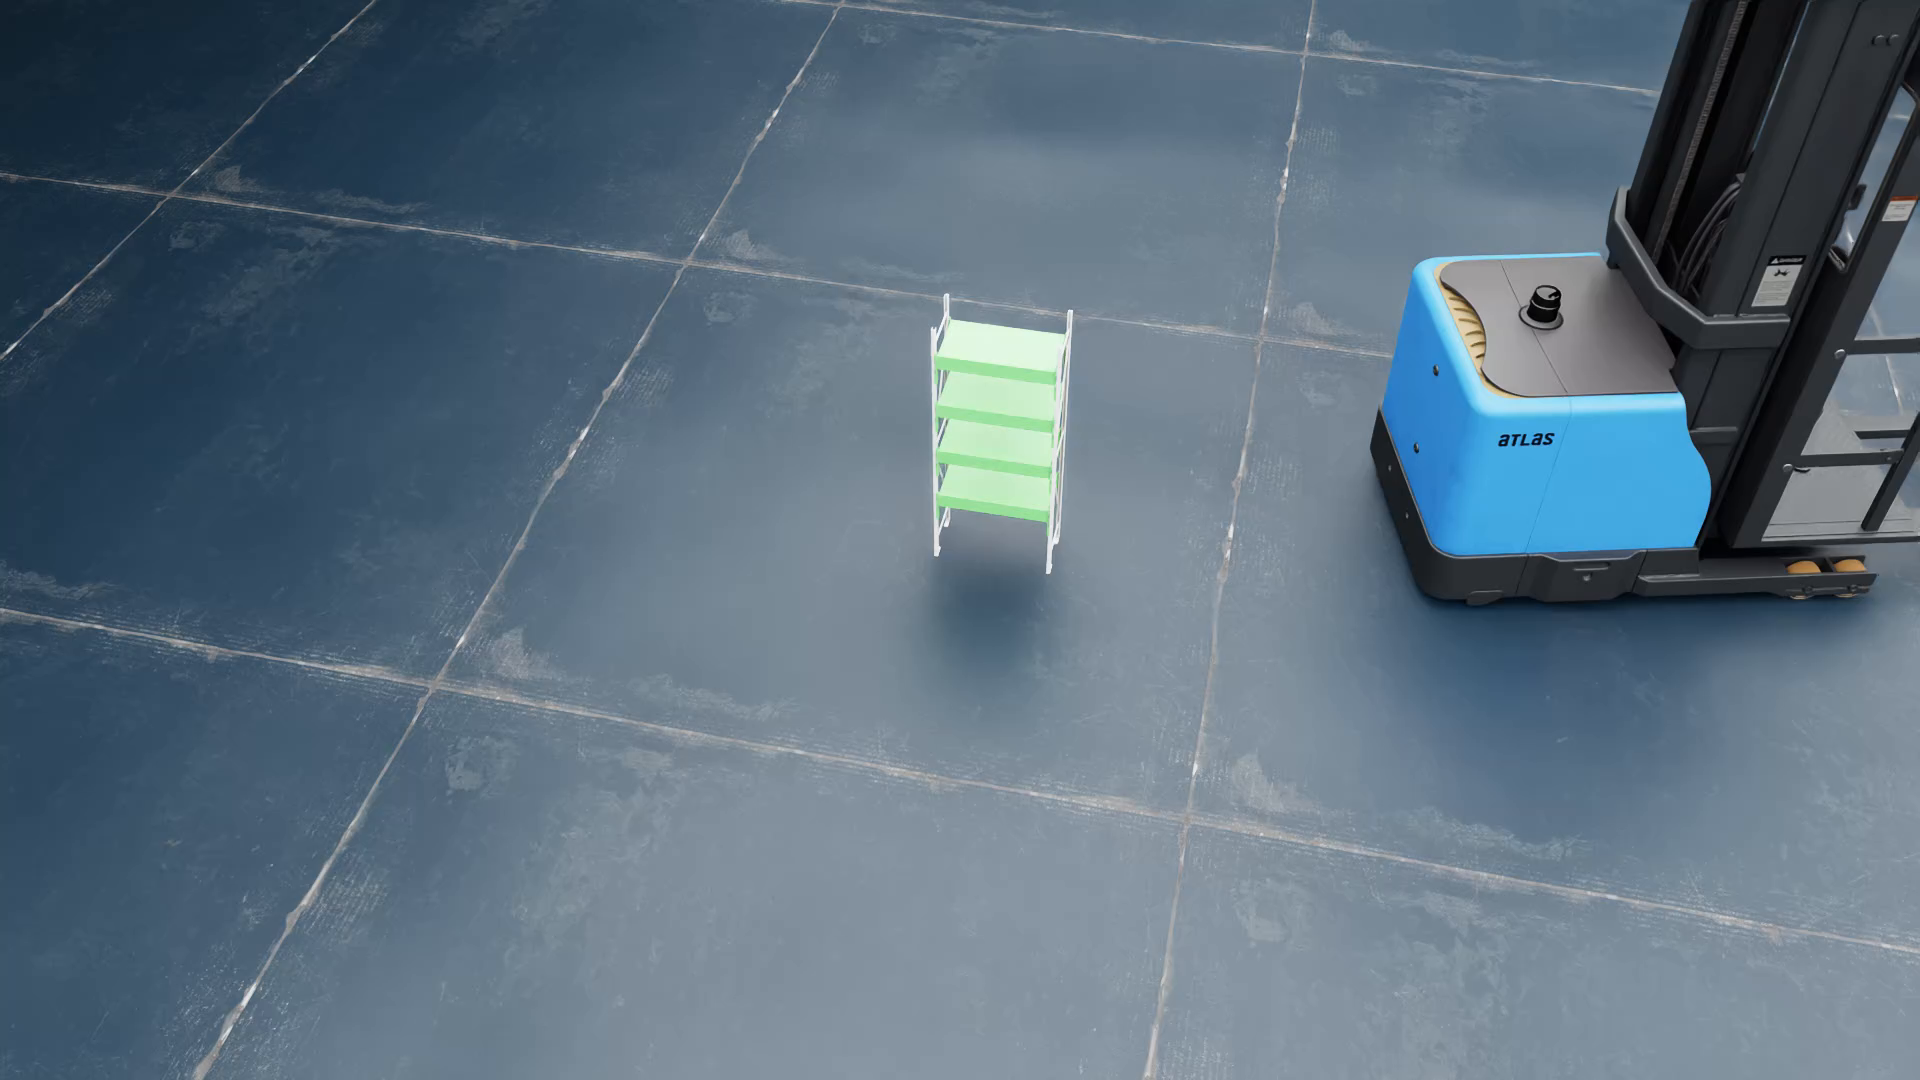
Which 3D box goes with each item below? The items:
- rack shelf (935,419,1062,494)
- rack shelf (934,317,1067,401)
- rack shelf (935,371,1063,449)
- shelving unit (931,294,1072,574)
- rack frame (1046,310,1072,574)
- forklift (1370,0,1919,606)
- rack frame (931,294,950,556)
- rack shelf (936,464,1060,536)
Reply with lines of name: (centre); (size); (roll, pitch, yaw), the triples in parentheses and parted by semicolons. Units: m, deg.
rack shelf: (0.162, -0.361, 6.812); (0.480, 0.148, 0.258); (9, 45, 9)
rack shelf: (0.162, -0.707, 6.479); (0.480, 0.148, 0.258); (9, 45, 9)
rack shelf: (0.162, -0.534, 6.646); (0.480, 0.148, 0.258); (9, 45, 9)
shelving unit: (0.162, -0.407, 6.768); (0.503, 1.200, 0.258); (9, 45, 9)
rack frame: (0.400, -0.370, 6.730); (0.015, 1.200, 0.240); (9, 45, 9)
forklift: (3.393, -1.175, 6.317); (3.031, 2.935, 1.130); (-2, 44, -2)
rack frame: (-0.077, -0.444, 6.806); (0.015, 1.200, 0.240); (9, 45, 9)
rack shelf: (0.162, -0.188, 6.979); (0.480, 0.148, 0.258); (9, 45, 9)
